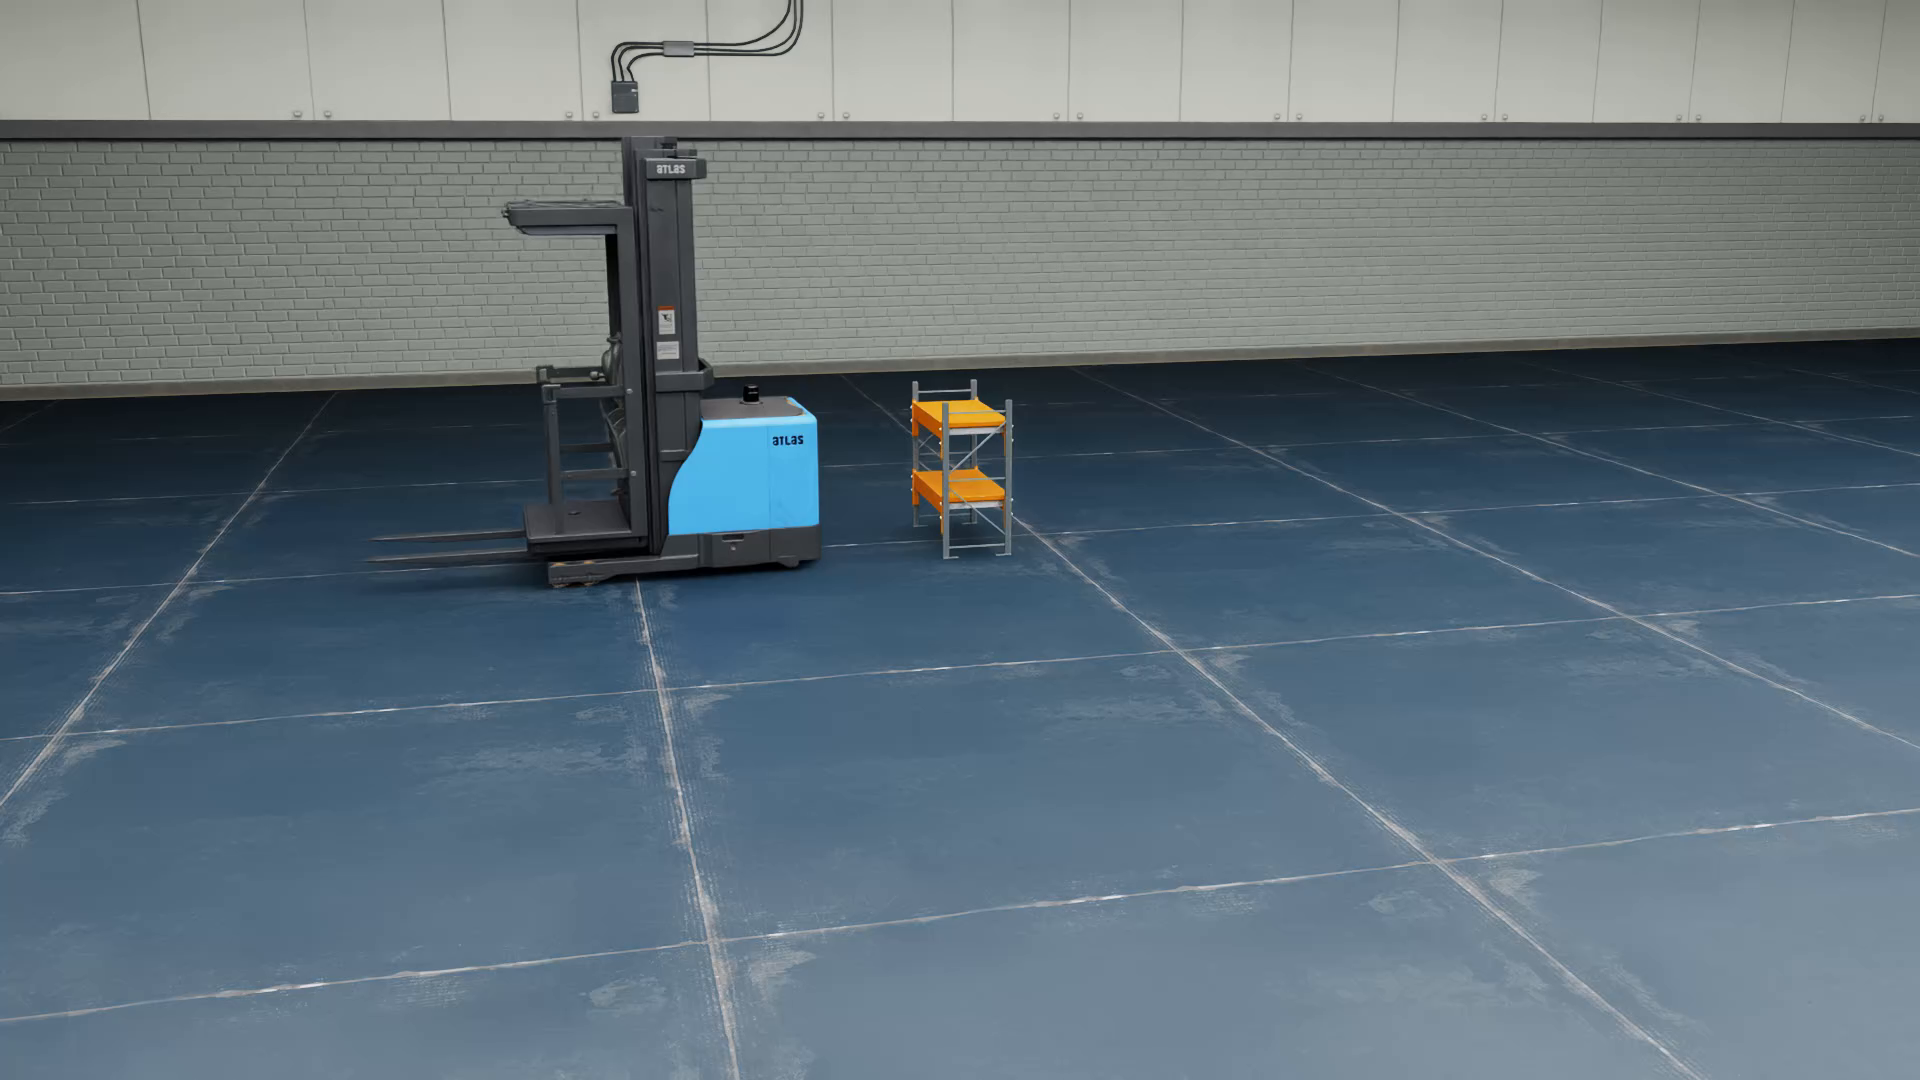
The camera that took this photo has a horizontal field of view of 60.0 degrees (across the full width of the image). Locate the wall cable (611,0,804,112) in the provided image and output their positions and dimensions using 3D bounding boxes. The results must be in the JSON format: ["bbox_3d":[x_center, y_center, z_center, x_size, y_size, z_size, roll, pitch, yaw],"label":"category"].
[{"bbox_3d":[-2.987,-8.042,19.216,2.305,6.003,0.169,-3,14,-13],"label":"wall cable"}]

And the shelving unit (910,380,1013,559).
[{"bbox_3d":[0.002,-0.545,12.287,0.538,1.125,1.048,-3,14,-13],"label":"shelving unit"}]

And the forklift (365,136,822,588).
[{"bbox_3d":[-2.545,-1.243,11.341,3.031,2.935,1.130,-4,14,-15],"label":"forklift"}]

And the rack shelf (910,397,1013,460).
[{"bbox_3d":[0.002,-0.829,12.218,0.538,0.278,1.000,-3,14,-13],"label":"rack shelf"}]

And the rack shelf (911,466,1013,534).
[{"bbox_3d":[0.002,-0.307,12.345,0.538,0.278,1.000,-3,14,-13],"label":"rack shelf"}]

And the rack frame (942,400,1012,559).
[{"bbox_3d":[0.121,-0.428,11.807,0.500,1.125,0.032,-3,14,-13],"label":"rack frame"}]

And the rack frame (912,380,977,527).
[{"bbox_3d":[-0.118,-0.662,12.767,0.500,1.125,0.032,-3,14,-13],"label":"rack frame"}]
